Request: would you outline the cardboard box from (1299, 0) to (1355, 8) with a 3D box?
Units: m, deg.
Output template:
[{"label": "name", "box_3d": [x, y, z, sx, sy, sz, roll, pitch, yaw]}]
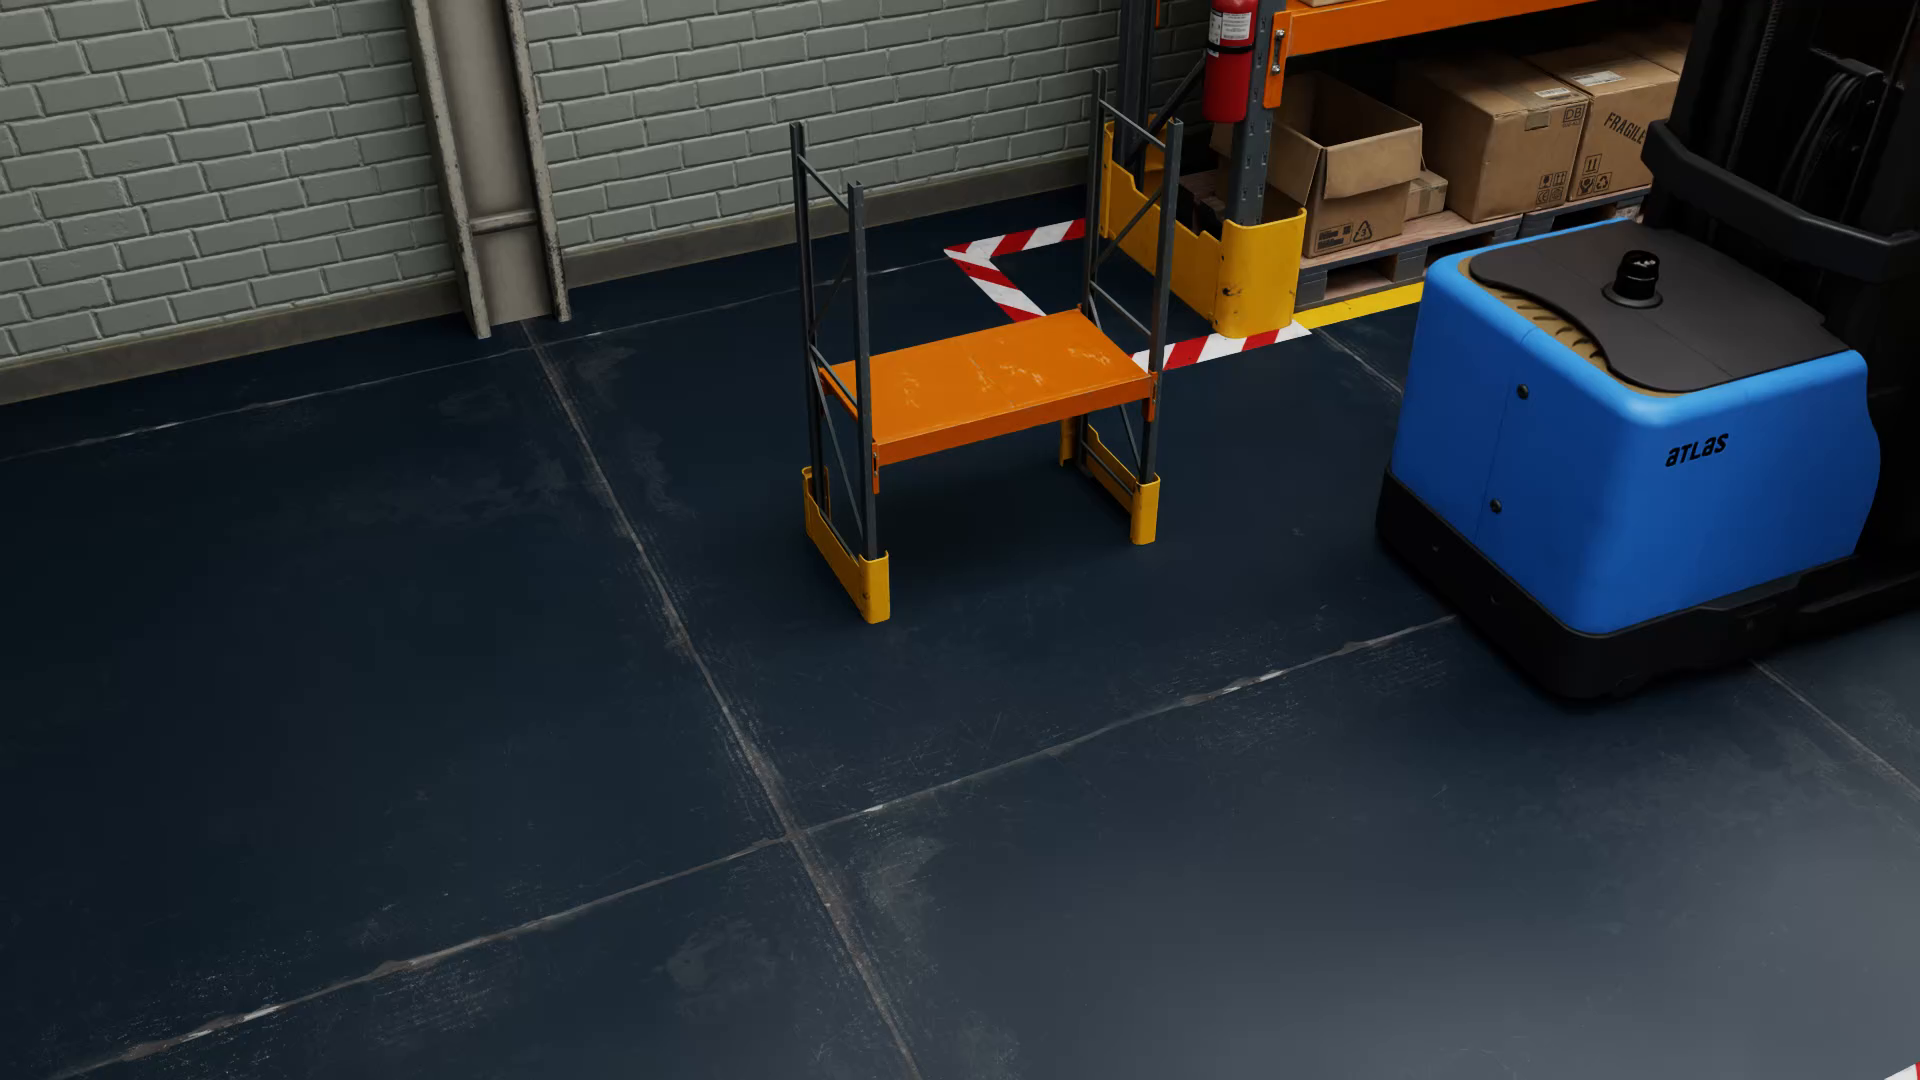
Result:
[{"label": "cardboard box", "box_3d": [1.360, -2.197, 6.405, 0.250, 0.149, 0.380, -16, 39, -20]}]

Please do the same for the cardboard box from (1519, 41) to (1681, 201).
[{"label": "cardboard box", "box_3d": [2.851, -1.906, 7.548, 0.500, 0.500, 0.500, -15, 39, -19]}]

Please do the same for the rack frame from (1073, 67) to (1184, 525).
[{"label": "rack frame", "box_3d": [0.537, -0.753, 5.506, 0.032, 1.500, 0.500, -16, 39, -20]}]

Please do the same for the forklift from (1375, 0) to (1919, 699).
[{"label": "forklift", "box_3d": [2.986, -1.270, 5.001, 3.031, 2.935, 1.130, -15, 39, -19]}]

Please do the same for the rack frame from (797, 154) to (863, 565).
[{"label": "rack frame", "box_3d": [-0.384, -0.496, 5.160, 0.013, 1.308, 0.475, -16, 39, -20]}]

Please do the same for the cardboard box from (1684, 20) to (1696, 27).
[{"label": "cardboard box", "box_3d": [3.868, -2.424, 8.404, 0.500, 0.311, 0.500, -14, 39, -18]}]

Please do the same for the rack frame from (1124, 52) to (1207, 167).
[{"label": "rack frame", "box_3d": [0.947, -2.361, 6.415, 0.053, 2.616, 0.949, -16, 39, -20]}]

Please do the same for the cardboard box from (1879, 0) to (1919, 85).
[{"label": "cardboard box", "box_3d": [5.100, -2.541, 8.403, 0.500, 0.500, 0.500, -14, 39, -18]}]

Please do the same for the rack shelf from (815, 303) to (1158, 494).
[{"label": "rack shelf", "box_3d": [0.077, -0.480, 5.439, 1.000, 0.185, 0.538, -16, 39, -20]}]

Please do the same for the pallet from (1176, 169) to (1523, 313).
[{"label": "pallet", "box_3d": [1.736, -1.464, 7.547, 1.213, 0.211, 1.003, -16, 39, -20]}]

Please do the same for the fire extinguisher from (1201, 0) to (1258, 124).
[{"label": "fire extinguisher", "box_3d": [1.009, -1.895, 6.165, 0.183, 0.674, 0.296, -16, 39, -20]}]

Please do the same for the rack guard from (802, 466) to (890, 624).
[{"label": "rack guard", "box_3d": [-0.382, 0.006, 5.532, 0.087, 0.250, 0.587, -16, 39, -20]}]

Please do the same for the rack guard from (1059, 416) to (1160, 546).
[{"label": "rack guard", "box_3d": [0.520, -0.246, 5.871, 0.087, 0.250, 0.587, -16, 39, -20]}]

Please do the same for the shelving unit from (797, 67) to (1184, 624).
[{"label": "shelving unit", "box_3d": [0.069, -0.622, 5.329, 1.083, 1.500, 0.587, -16, 39, -20]}]

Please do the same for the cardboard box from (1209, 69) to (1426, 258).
[{"label": "cardboard box", "box_3d": [1.539, -1.632, 7.175, 0.637, 0.503, 0.797, -17, 40, -22]}]
